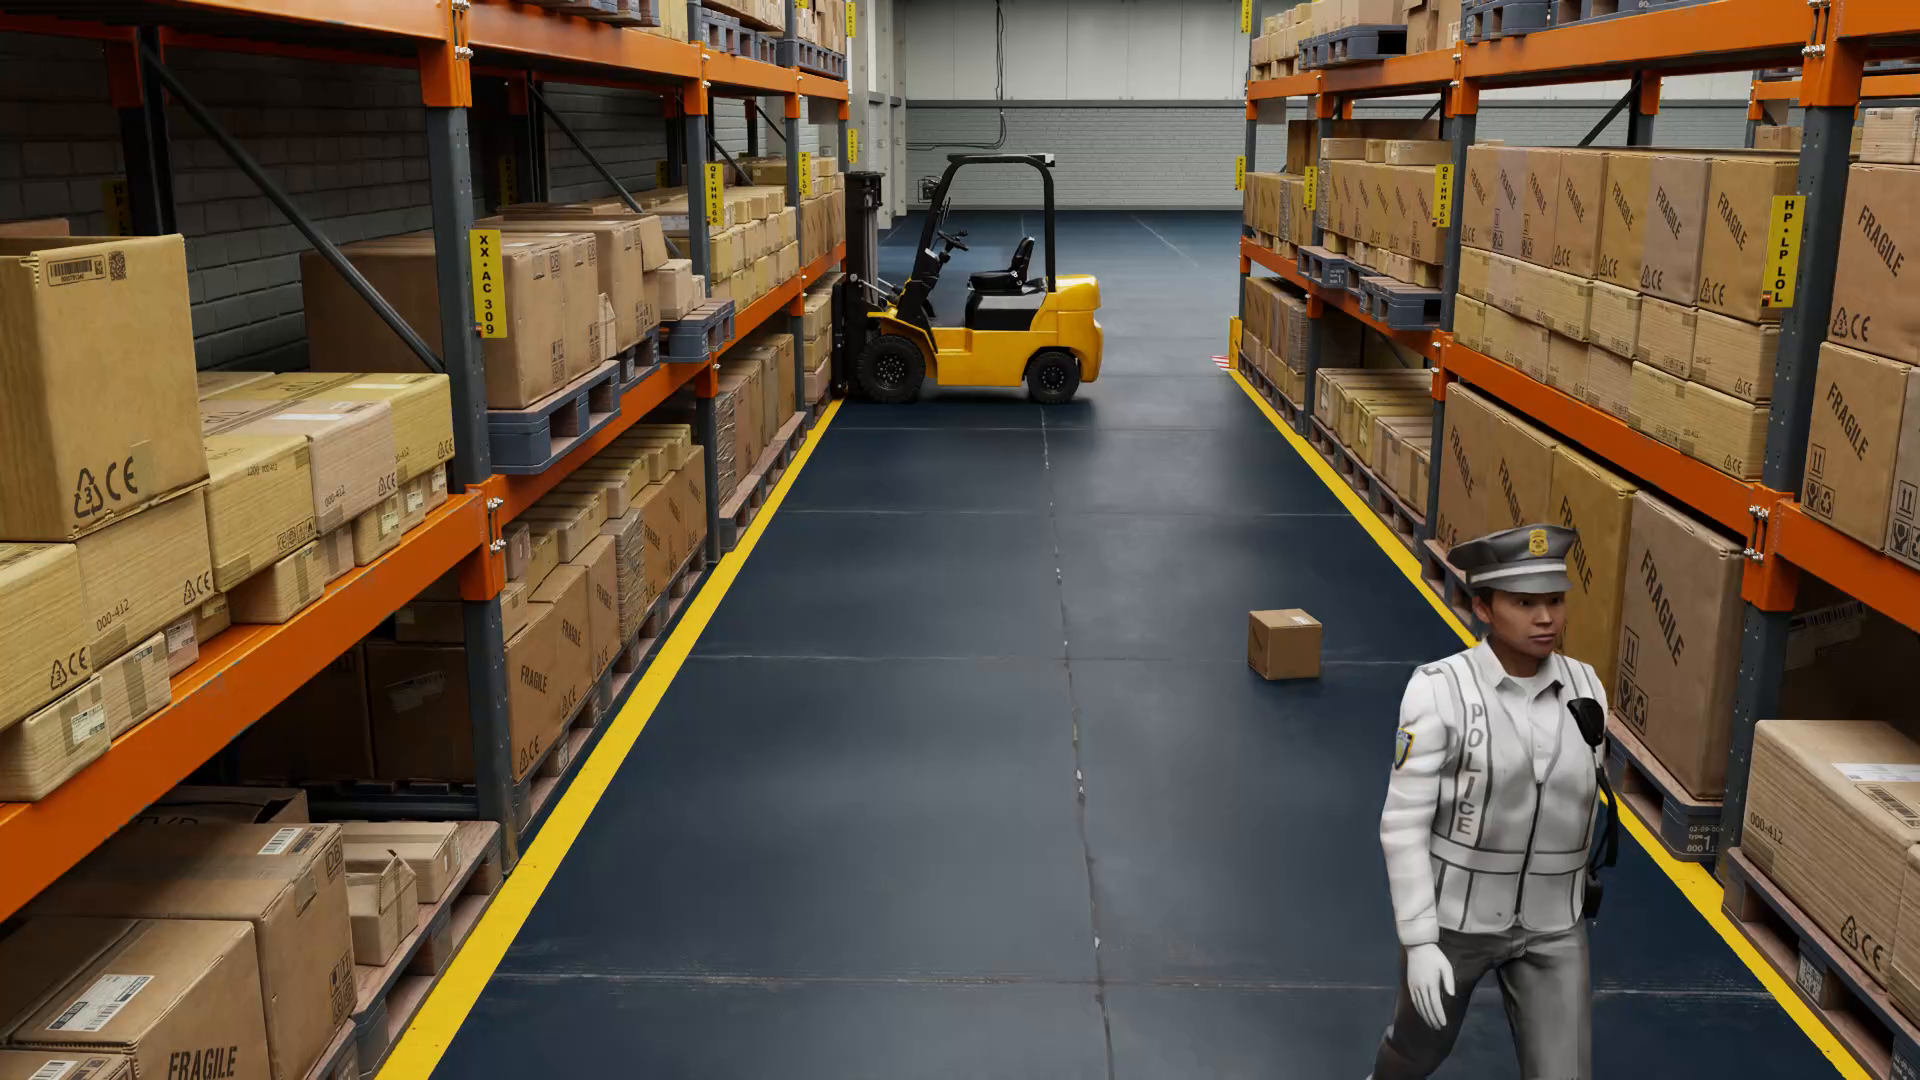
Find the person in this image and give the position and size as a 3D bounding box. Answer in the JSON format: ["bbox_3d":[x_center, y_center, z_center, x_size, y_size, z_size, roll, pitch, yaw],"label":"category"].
[{"bbox_3d":[1.083,0.763,3.379,0.486,1.639,1.013,0,14,0],"label":"person"}]
